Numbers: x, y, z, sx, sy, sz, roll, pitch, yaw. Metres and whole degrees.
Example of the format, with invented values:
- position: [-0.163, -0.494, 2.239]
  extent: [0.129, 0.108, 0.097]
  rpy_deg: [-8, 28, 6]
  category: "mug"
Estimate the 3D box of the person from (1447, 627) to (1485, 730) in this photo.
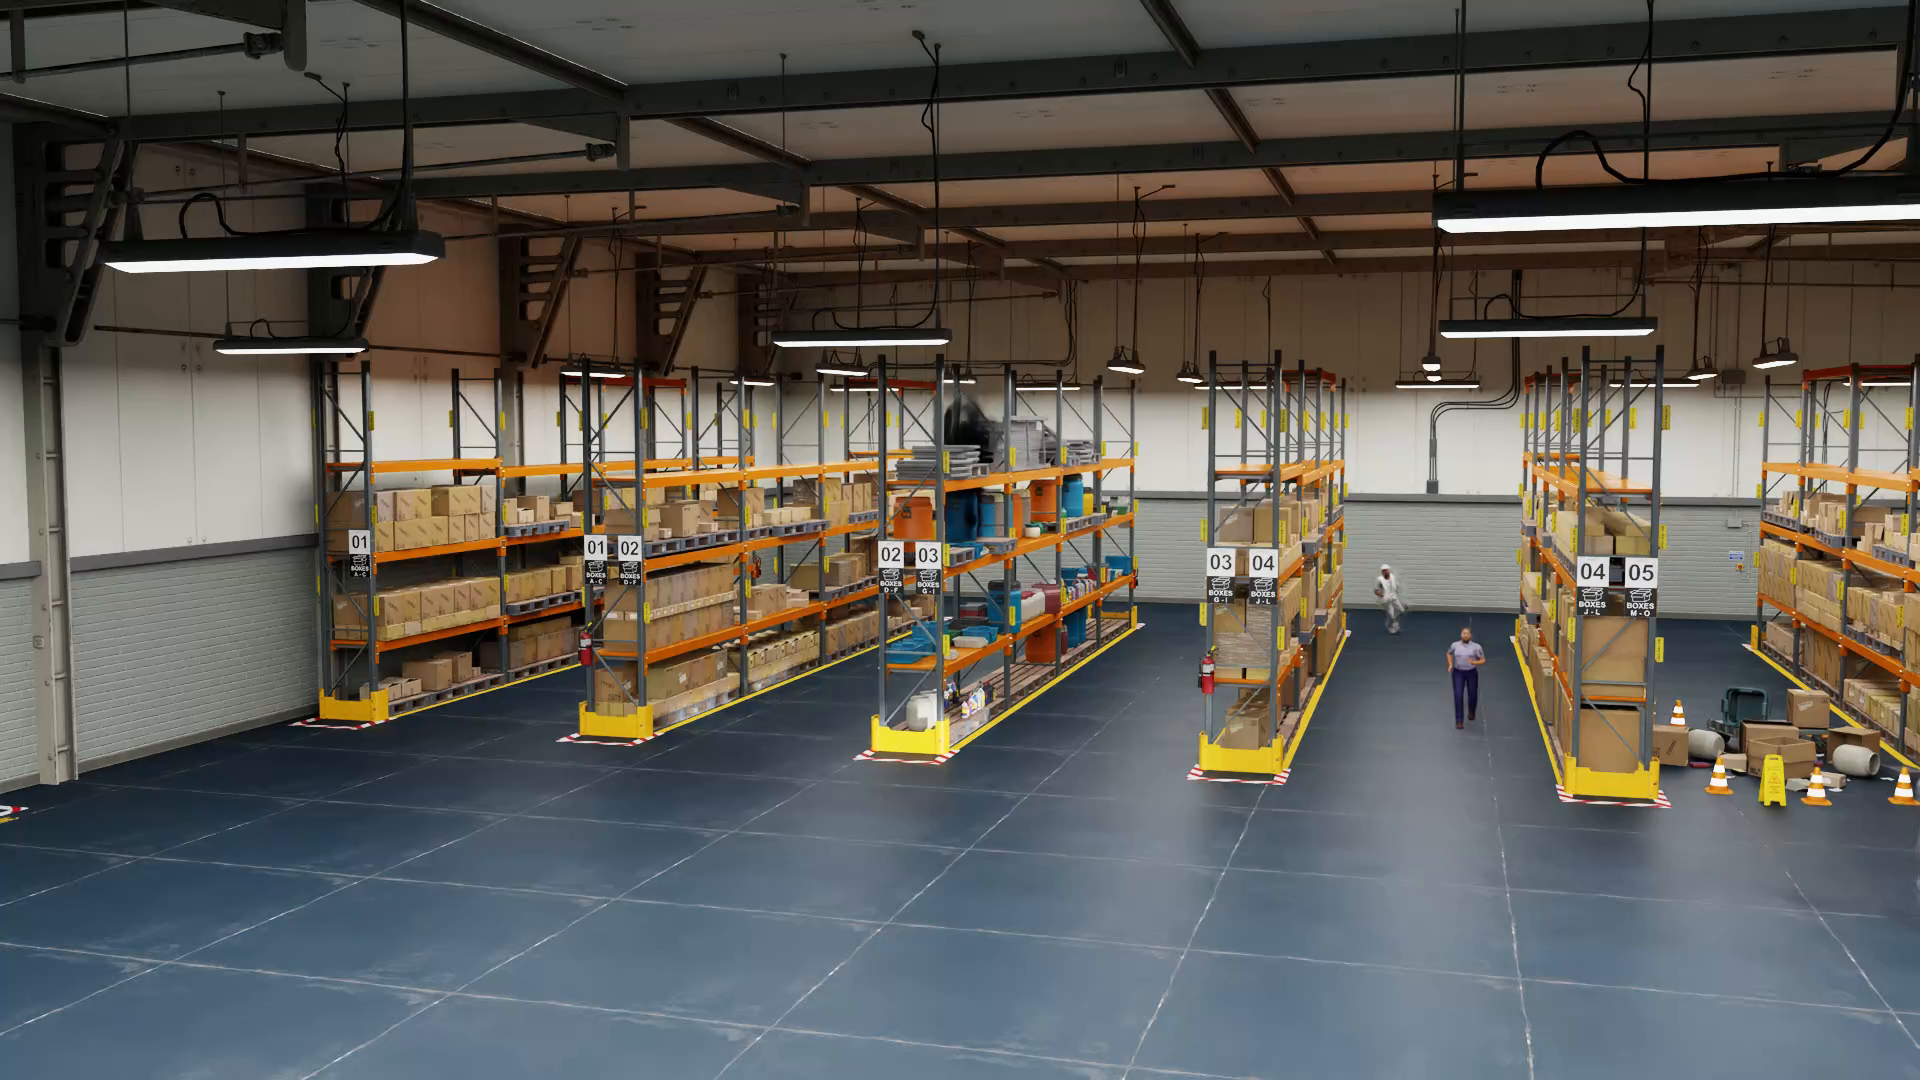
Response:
- position: [8.252, 2.234, 27.160]
  extent: [0.614, 1.624, 0.904]
  rpy_deg: [1, 4, 18]
  category: "person"

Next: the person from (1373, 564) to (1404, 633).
- position: [10.074, 1.379, 39.008]
  extent: [0.821, 1.652, 0.533]
  rpy_deg: [-3, 5, -35]
  category: "person"
